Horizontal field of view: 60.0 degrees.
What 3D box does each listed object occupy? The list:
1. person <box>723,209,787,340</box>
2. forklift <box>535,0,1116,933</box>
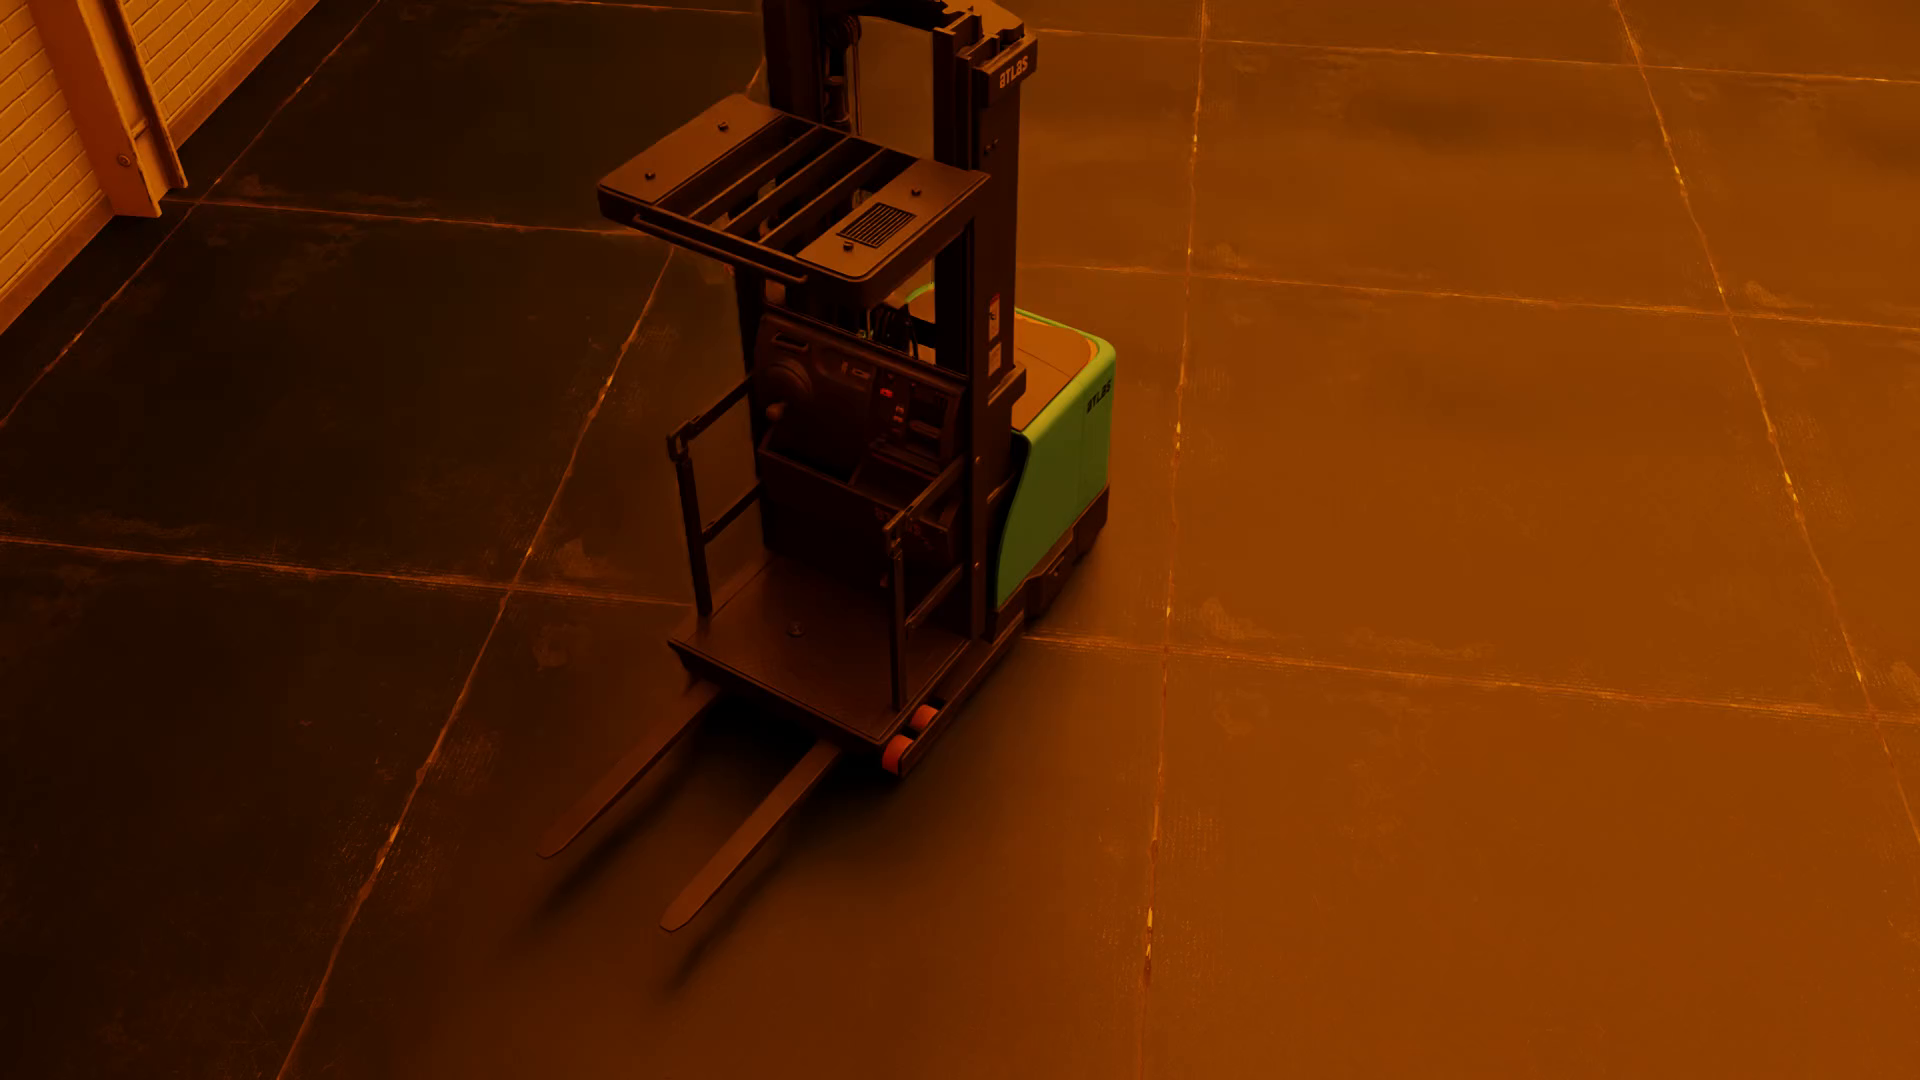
[{"bbox_3d":[-0.727,-1.057,7.963,0.804,1.503,0.714,25,48,25],"label":"person"},{"bbox_3d":[-0.516,-0.480,6.247,1.130,2.935,3.031,23,47,23],"label":"forklift"}]
